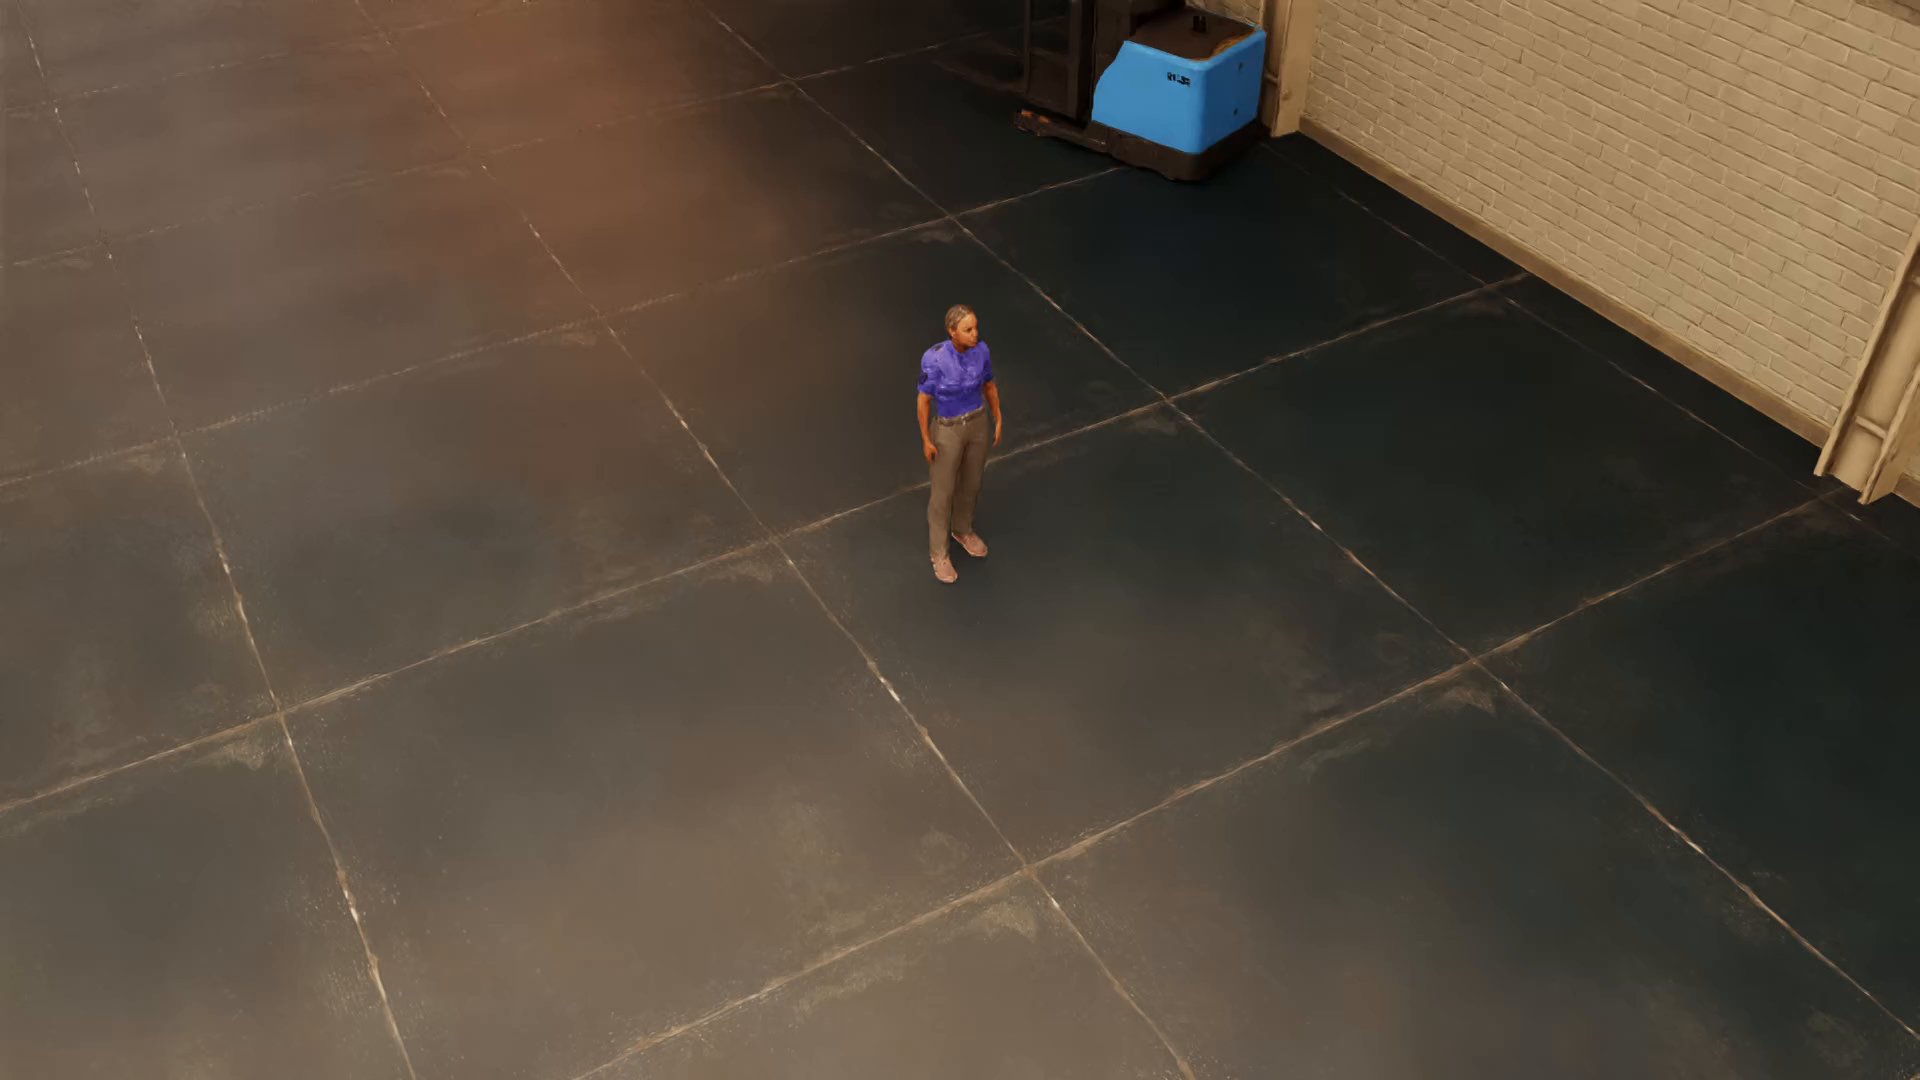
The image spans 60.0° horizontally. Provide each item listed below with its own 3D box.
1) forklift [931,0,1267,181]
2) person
[{"bbox_3d":[1.102,-4.905,13.950,3.031,2.935,1.130,28,47,30],"label":"forklift"},{"bbox_3d":[0.027,-0.587,9.733,0.570,1.654,0.503,-20,44,-23],"label":"person"}]
